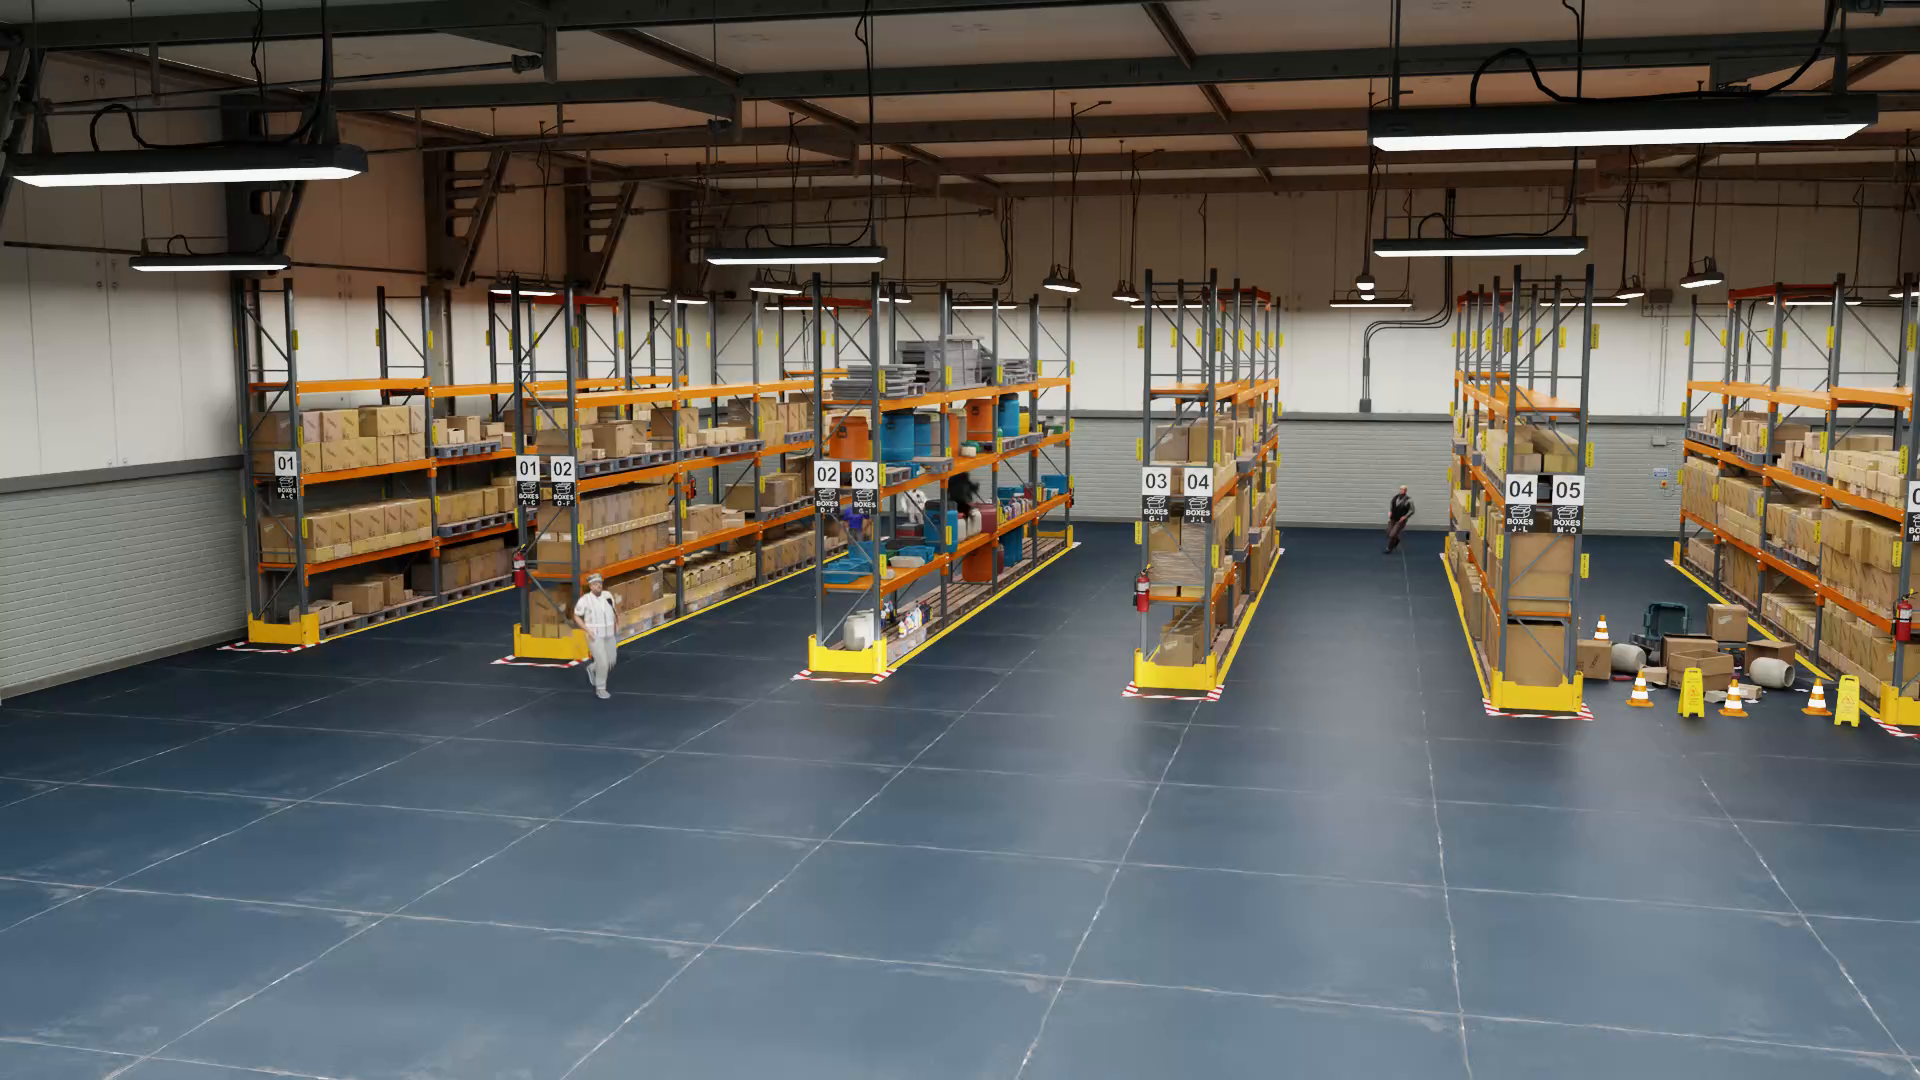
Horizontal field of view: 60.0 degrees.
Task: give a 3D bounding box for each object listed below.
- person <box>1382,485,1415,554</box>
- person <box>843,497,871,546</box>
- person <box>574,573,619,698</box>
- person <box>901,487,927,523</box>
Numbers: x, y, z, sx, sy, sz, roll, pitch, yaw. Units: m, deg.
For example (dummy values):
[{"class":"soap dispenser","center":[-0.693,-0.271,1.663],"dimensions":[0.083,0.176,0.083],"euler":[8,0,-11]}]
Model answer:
[{"class":"person","center":[10.347,-0.474,39.007],"dimensions":[0.666,1.643,0.732],"euler":[-6,9,-43]},{"class":"person","center":[-2.091,-0.050,33.332],"dimensions":[0.563,1.646,0.572],"euler":[1,7,6]},{"class":"person","center":[-5.124,1.332,23.534],"dimensions":[0.658,1.761,0.614],"euler":[-6,9,-43]},{"class":"person","center":[-1.111,-0.646,40.285],"dimensions":[0.675,1.655,0.635],"euler":[1,7,4]}]
